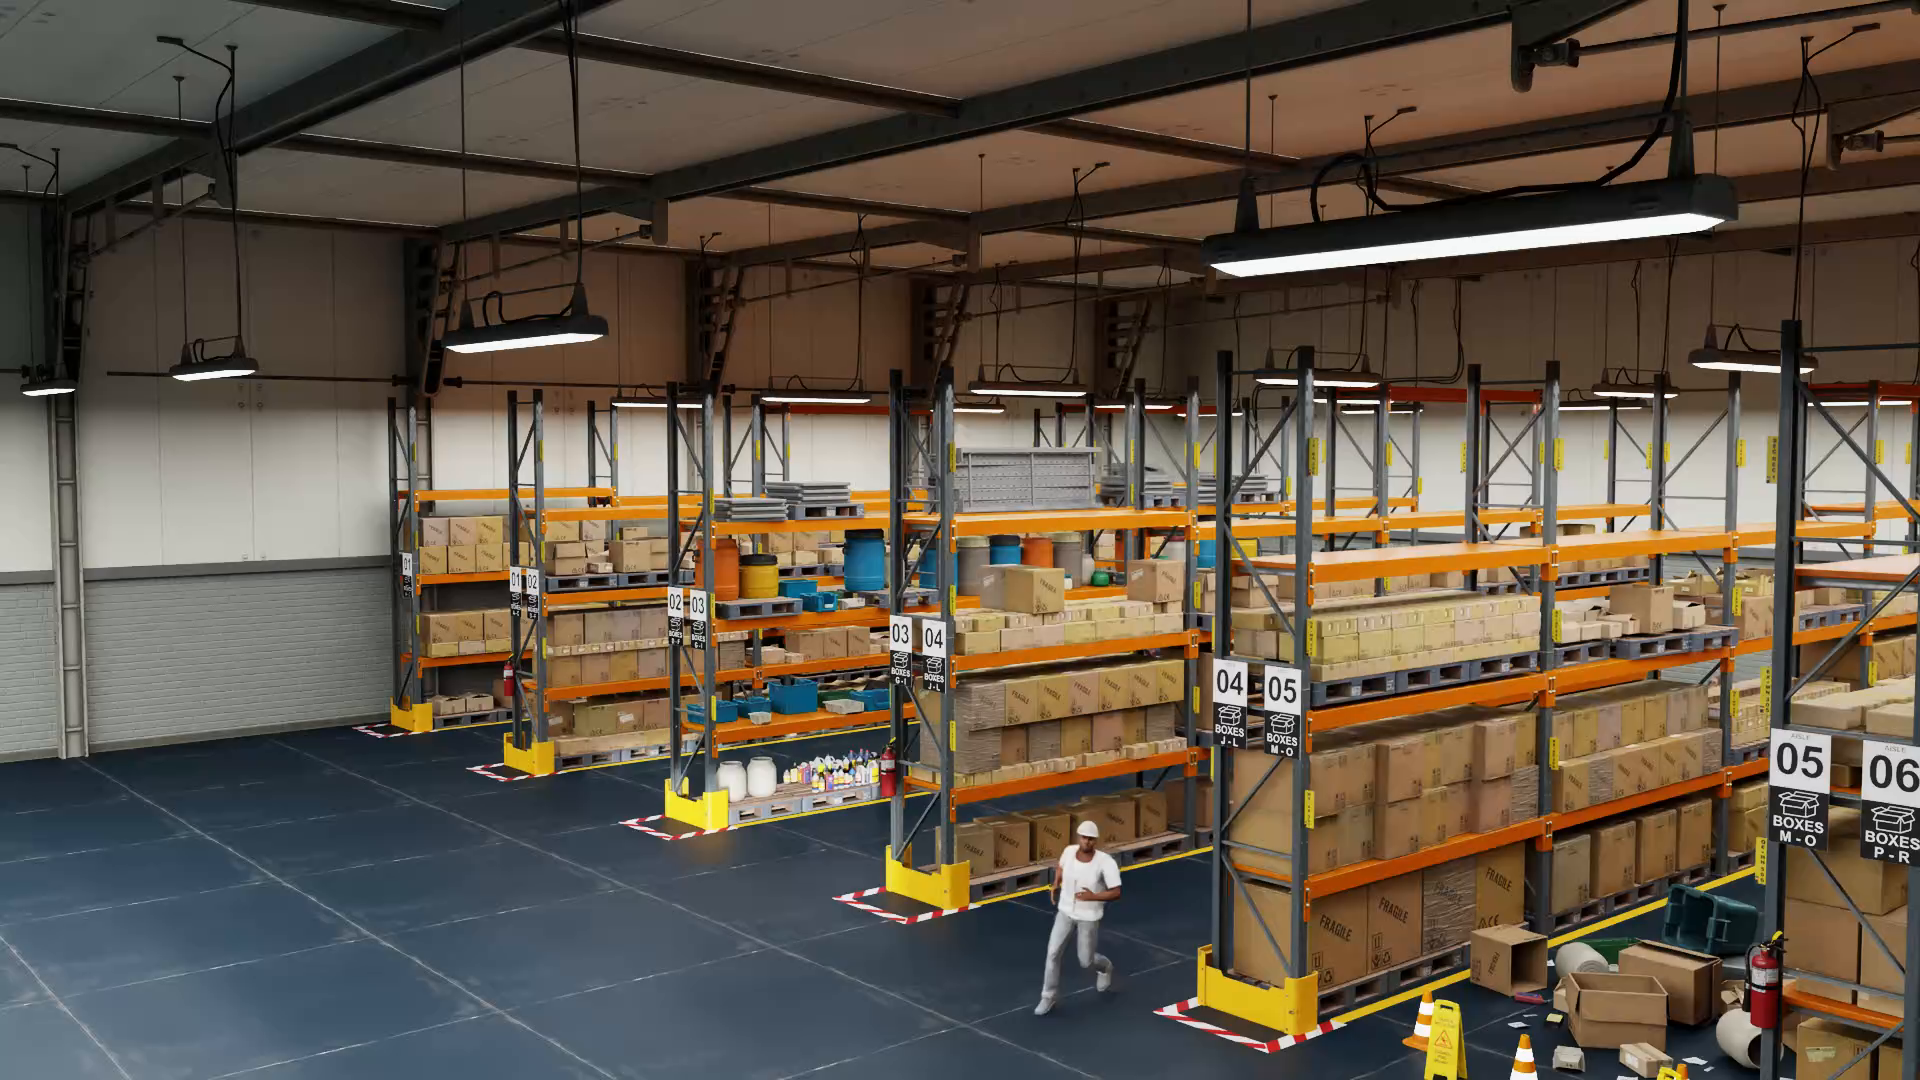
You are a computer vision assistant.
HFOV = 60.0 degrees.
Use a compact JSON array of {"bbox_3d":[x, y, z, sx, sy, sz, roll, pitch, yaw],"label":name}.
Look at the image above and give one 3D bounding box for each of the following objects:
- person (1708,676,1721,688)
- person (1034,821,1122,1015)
[{"bbox_3d":[11.202,2.884,24.565,0.856,1.732,0.651,-2,4,-28],"label":"person"},{"bbox_3d":[1.136,3.428,15.232,0.729,1.736,0.889,2,4,30],"label":"person"}]
